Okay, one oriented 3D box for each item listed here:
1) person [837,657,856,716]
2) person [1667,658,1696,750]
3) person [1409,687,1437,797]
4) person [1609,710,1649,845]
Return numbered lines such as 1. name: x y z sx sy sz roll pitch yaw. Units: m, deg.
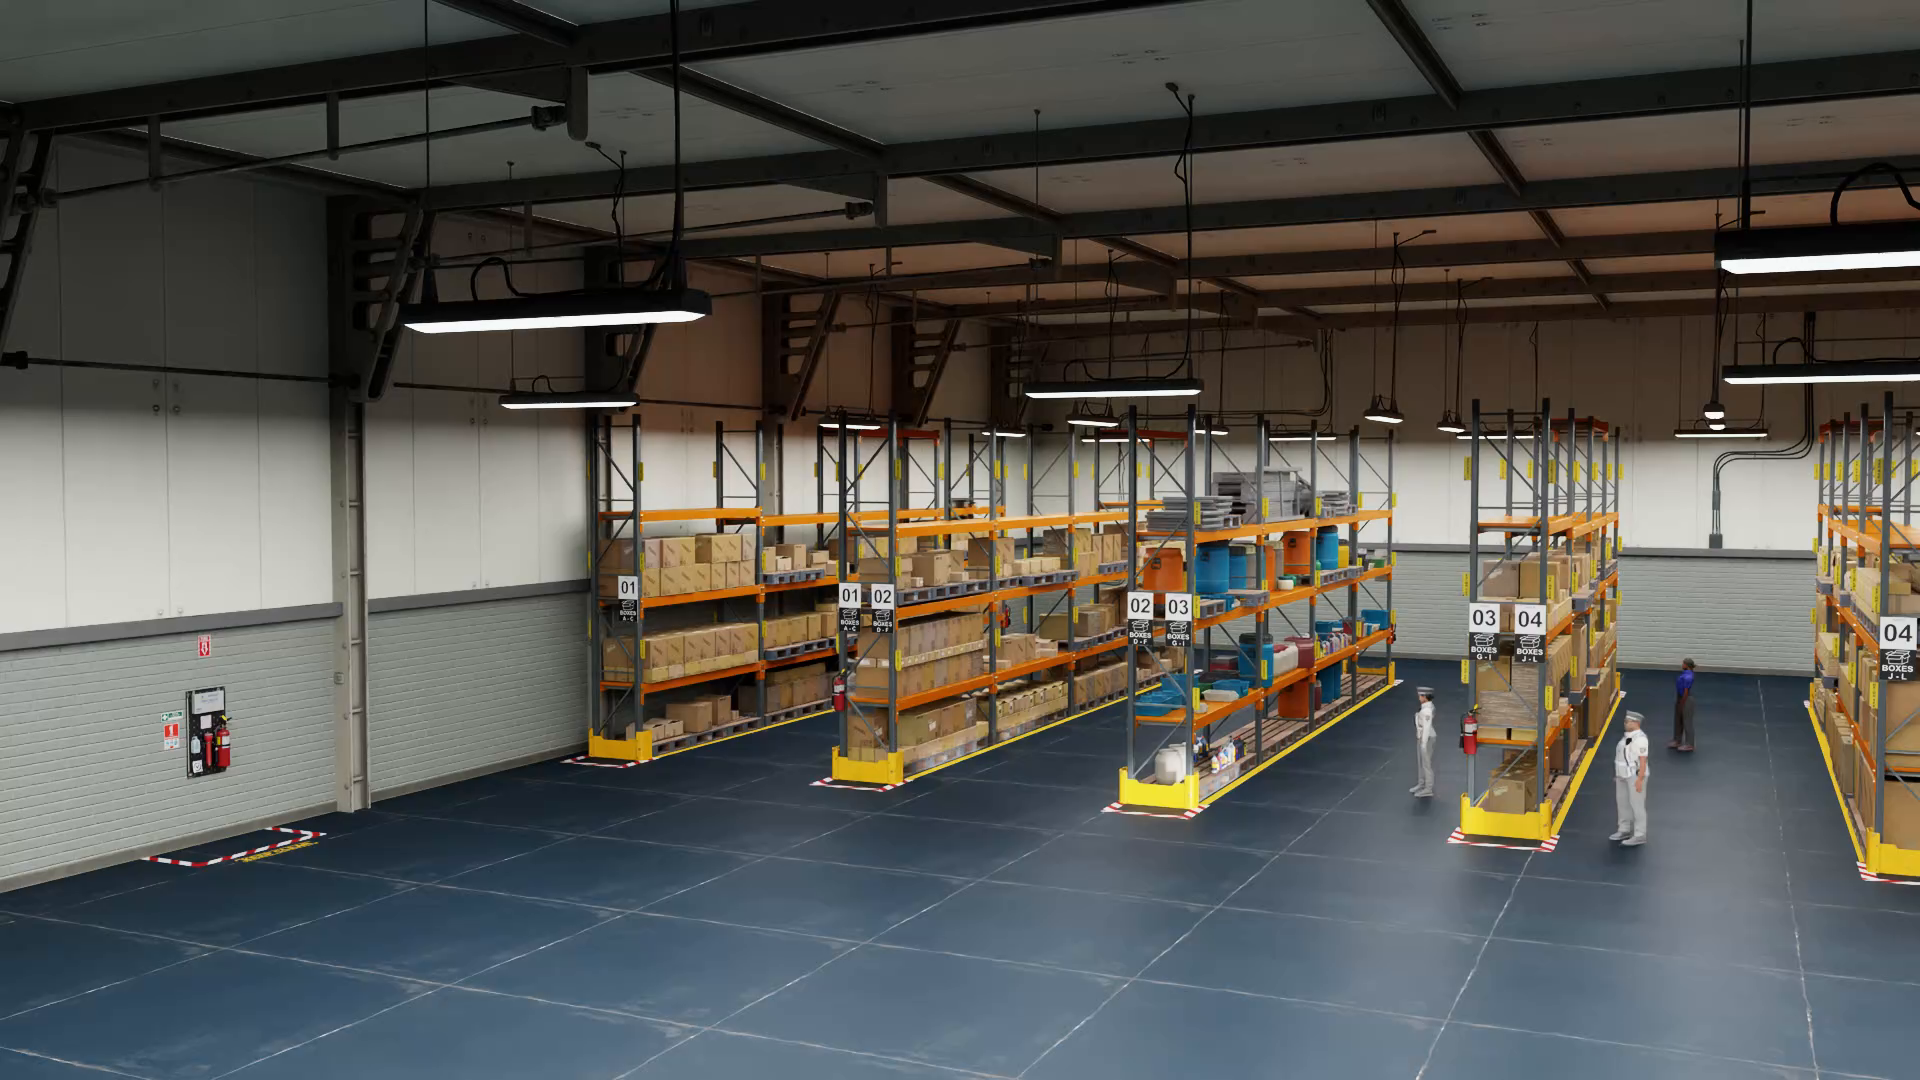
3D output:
1. person: -2.015 2.951 29.665 0.377 1.721 0.572 1 3 20
2. person: 13.028 2.938 29.988 0.428 1.657 0.508 0 2 5
3. person: 7.179 3.107 25.756 0.389 1.670 0.527 0 2 9
4. person: 9.030 3.183 22.408 0.418 1.777 0.579 -1 2 -14
